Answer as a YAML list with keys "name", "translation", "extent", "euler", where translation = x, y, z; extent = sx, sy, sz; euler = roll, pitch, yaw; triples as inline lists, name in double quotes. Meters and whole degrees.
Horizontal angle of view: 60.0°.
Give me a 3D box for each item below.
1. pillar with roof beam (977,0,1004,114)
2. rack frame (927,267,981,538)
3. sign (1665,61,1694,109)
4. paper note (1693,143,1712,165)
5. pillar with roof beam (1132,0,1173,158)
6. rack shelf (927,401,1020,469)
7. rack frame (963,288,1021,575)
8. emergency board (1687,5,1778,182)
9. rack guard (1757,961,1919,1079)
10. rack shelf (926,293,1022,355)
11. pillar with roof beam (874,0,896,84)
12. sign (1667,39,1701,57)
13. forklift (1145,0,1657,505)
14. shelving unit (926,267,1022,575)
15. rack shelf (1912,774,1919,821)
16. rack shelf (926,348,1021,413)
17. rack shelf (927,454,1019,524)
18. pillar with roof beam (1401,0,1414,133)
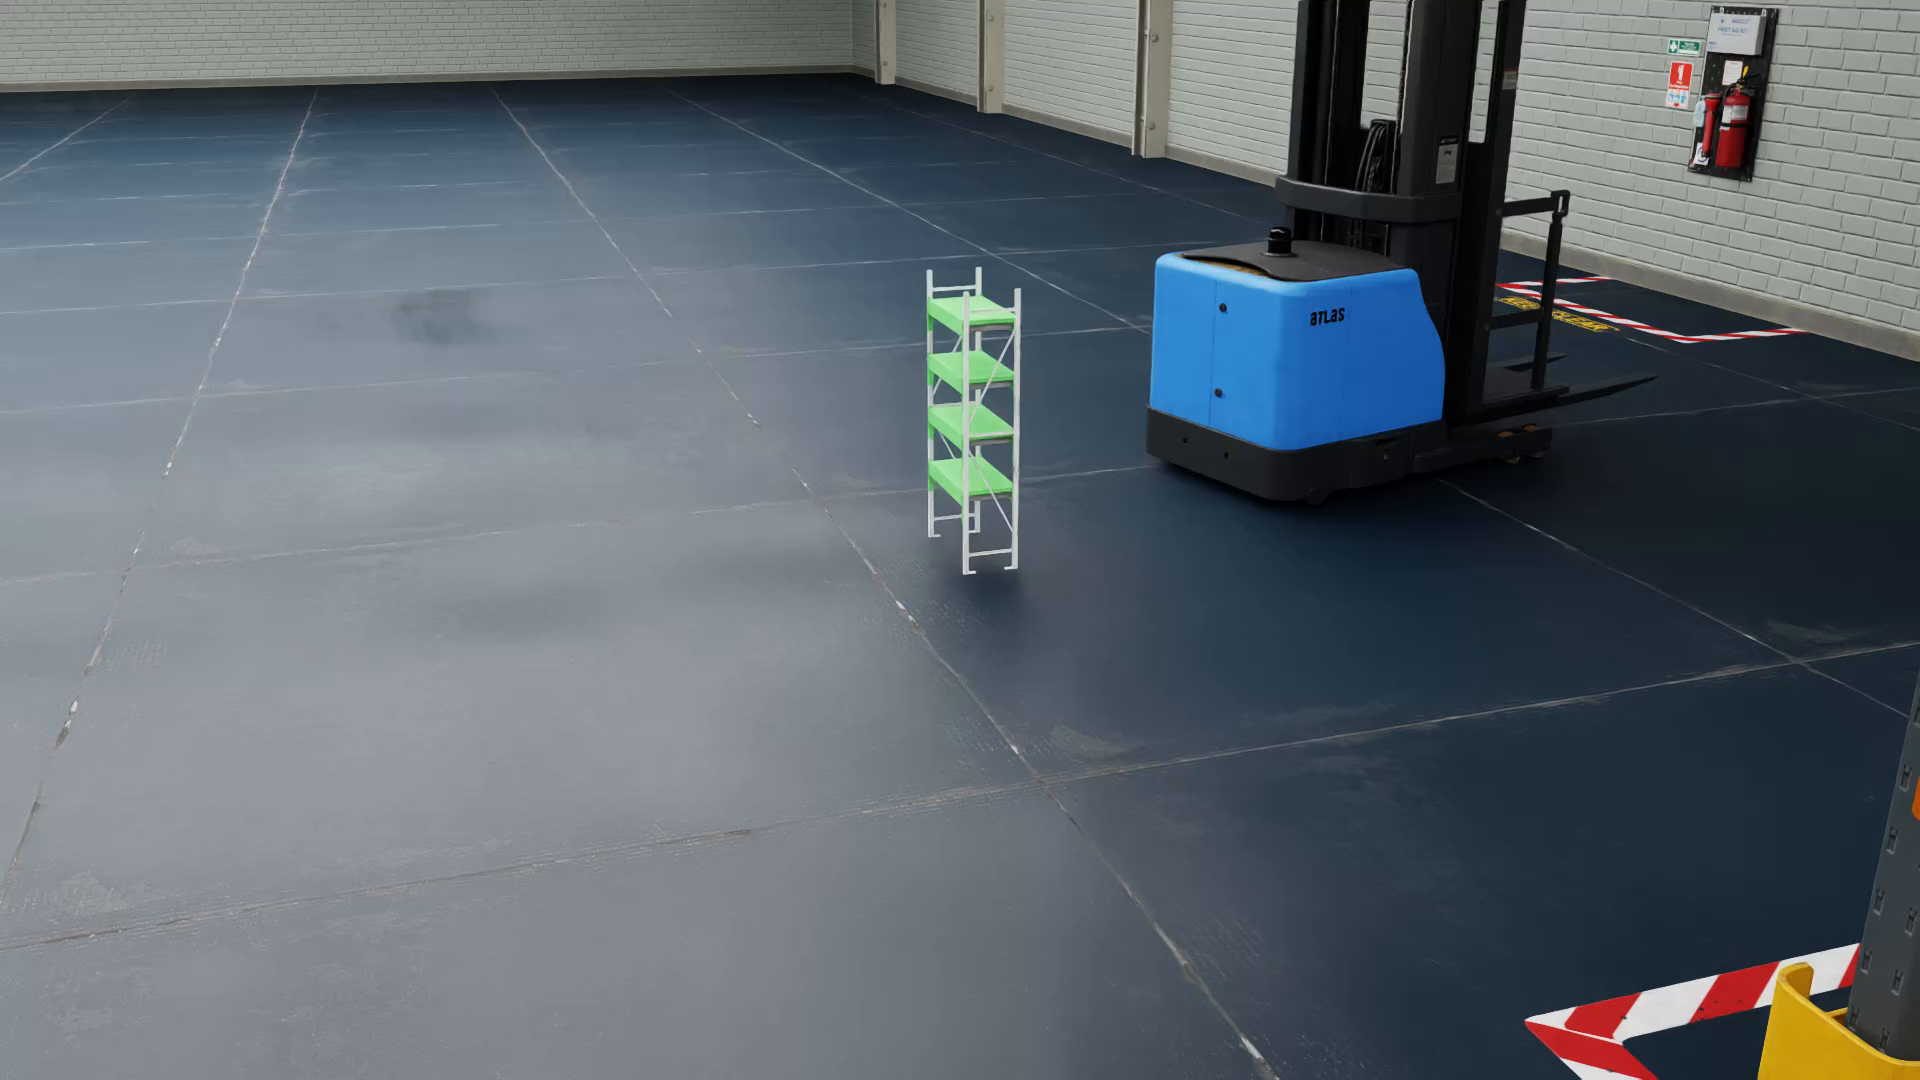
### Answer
- name: "pillar with roof beam"
  translation: [-3.606, -10.508, 23.361]
  extent: [9.100, 9.000, 0.400]
  euler: [-6, 21, -17]
- name: "rack frame"
  translation: [-0.025, -0.590, 7.284]
  extent: [0.240, 1.200, 0.015]
  euler: [-6, 21, -17]
- name: "sign"
  translation: [5.322, -3.368, 12.304]
  extent: [0.001, 0.329, 0.234]
  euler: [-6, 21, -17]
- name: "paper note"
  translation: [5.408, -2.813, 12.113]
  extent: [0.016, 0.148, 0.142]
  euler: [-6, 21, -17]
- name: "pillar with roof beam"
  translation: [-1.720, -8.583, 18.000]
  extent: [9.100, 9.000, 0.400]
  euler: [-6, 21, -17]
- name: "rack shelf"
  translation: [0.052, -0.451, 7.087]
  extent: [0.258, 0.148, 0.480]
  euler: [-6, 21, -17]
- name: "rack frame"
  translation: [0.129, -0.433, 6.848]
  extent: [0.240, 1.200, 0.015]
  euler: [-6, 21, -17]
- name: "emergency board"
  translation: [5.398, -3.163, 11.786]
  extent: [0.194, 1.169, 0.643]
  euler: [-6, 21, -17]
- name: "rack guard"
  translation: [2.274, 1.123, 3.551]
  extent: [1.175, 0.500, 0.348]
  euler: [-6, 21, -17]
- name: "rack shelf"
  translation: [0.052, -0.903, 6.925]
  extent: [0.258, 0.148, 0.480]
  euler: [-6, 21, -17]
- name: "pillar with roof beam"
  translation: [-5.492, -12.434, 28.721]
  extent: [9.100, 9.000, 0.400]
  euler: [-6, 21, -17]
- name: "sign"
  translation: [5.315, -3.615, 12.208]
  extent: [0.001, 0.109, 0.331]
  euler: [-6, 21, -17]
- name: "forklift"
  translation: [2.457, -1.904, 8.380]
  extent: [3.031, 2.935, 1.130]
  euler: [-12, 23, -31]
- name: "shelving unit"
  translation: [0.052, -0.512, 7.066]
  extent: [0.258, 1.200, 0.503]
  euler: [-6, 21, -17]
- name: "rack shelf"
  translation: [2.910, 0.935, 1.441]
  extent: [1.077, 0.370, 4.000]
  euler: [-6, 21, -17]
- name: "rack shelf"
  translation: [0.052, -0.677, 7.006]
  extent: [0.258, 0.148, 0.480]
  euler: [-6, 21, -17]
- name: "rack shelf"
  translation: [0.052, -0.226, 7.169]
  extent: [0.258, 0.148, 0.480]
  euler: [-6, 21, -17]
- name: "pillar with roof beam"
  translation: [0.166, -6.657, 12.639]
  extent: [9.100, 9.000, 0.400]
  euler: [-6, 21, -17]
